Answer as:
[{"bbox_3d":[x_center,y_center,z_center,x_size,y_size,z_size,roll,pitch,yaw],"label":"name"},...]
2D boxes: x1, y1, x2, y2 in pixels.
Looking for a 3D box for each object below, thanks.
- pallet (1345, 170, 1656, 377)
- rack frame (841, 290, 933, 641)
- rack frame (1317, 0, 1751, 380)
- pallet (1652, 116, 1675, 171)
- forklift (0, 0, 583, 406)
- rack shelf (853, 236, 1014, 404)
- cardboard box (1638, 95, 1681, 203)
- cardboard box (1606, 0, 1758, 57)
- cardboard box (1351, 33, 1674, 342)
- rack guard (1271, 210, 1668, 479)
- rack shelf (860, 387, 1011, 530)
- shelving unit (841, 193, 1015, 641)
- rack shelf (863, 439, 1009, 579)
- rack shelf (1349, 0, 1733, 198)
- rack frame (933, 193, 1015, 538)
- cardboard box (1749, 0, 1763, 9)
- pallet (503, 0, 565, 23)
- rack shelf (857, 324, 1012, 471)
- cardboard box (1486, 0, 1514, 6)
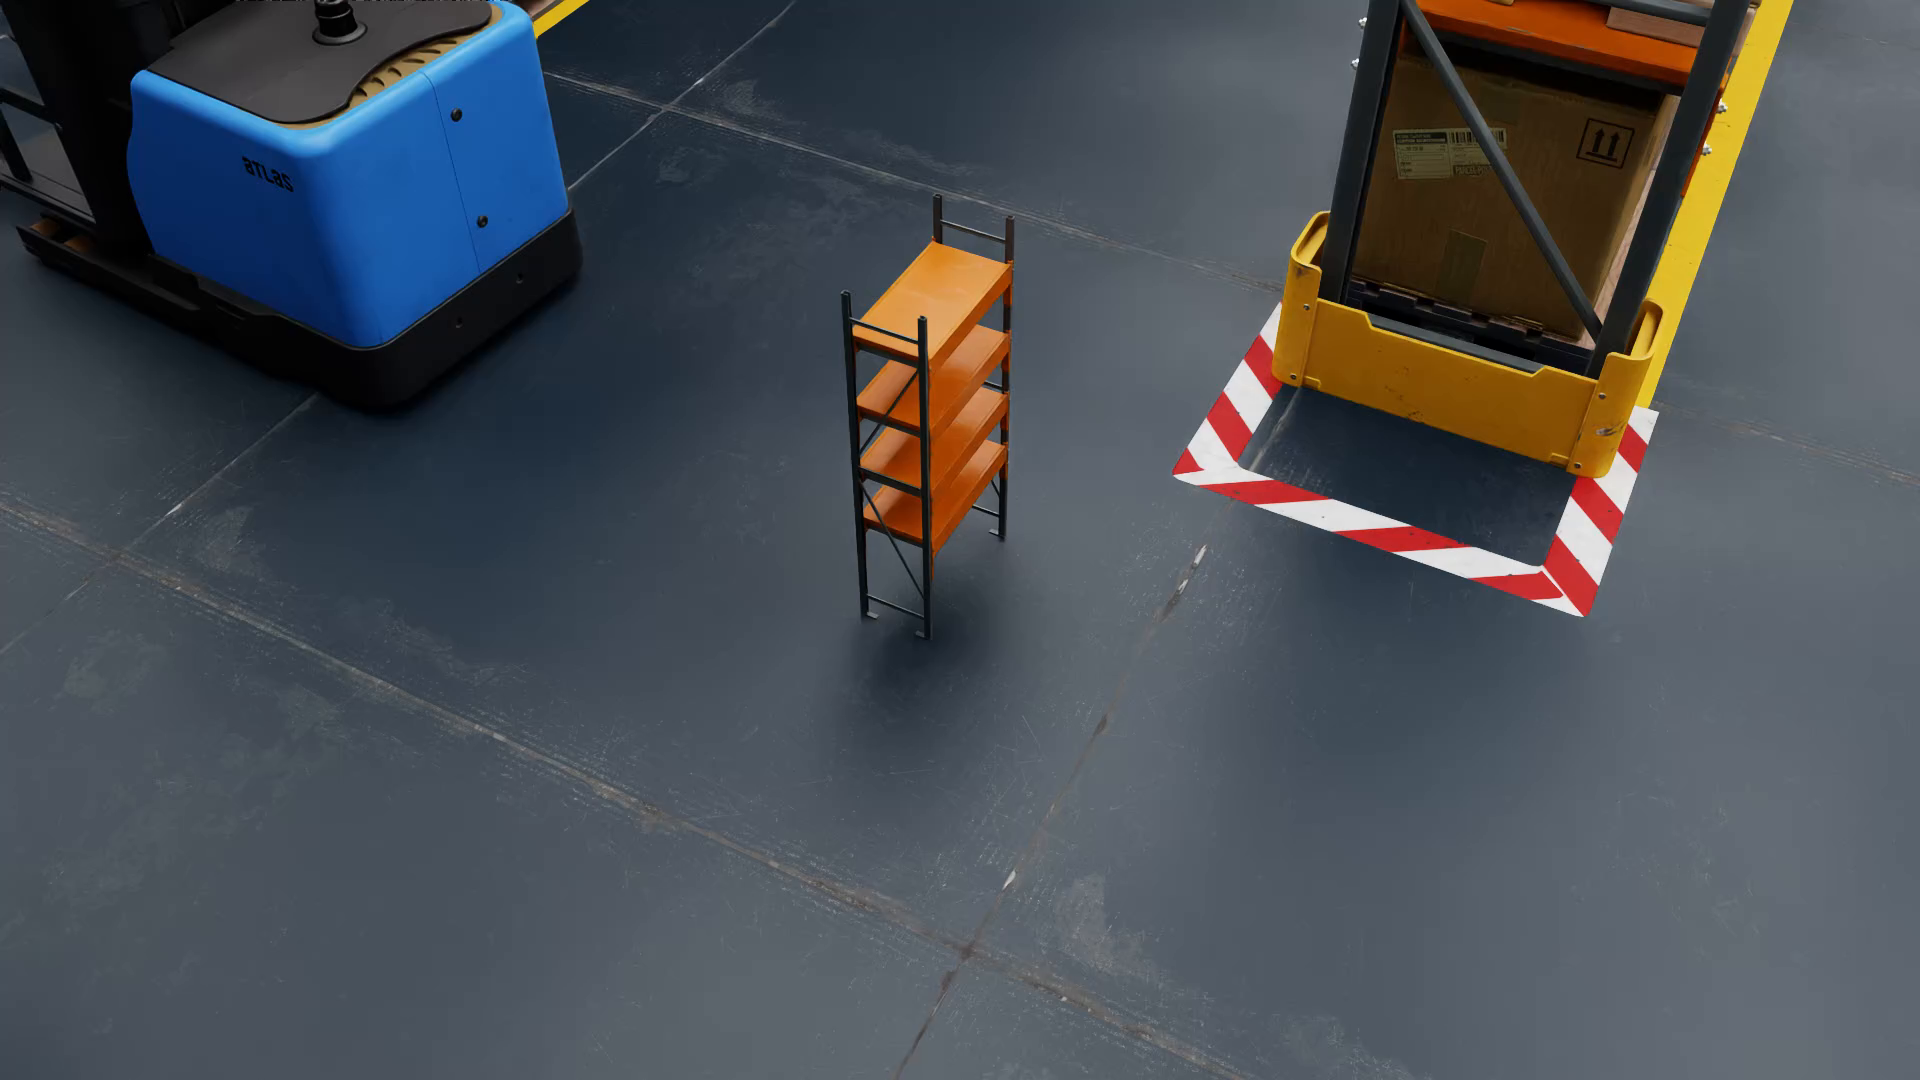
[{"bbox_3d":[1.979,-1.104,6.193,1.003,0.211,1.213,20,49,19],"label":"pallet"},{"bbox_3d":[-0.190,-0.164,4.568,0.240,1.200,0.015,20,49,19],"label":"rack frame"},{"bbox_3d":[1.677,-1.555,4.677,1.000,3.000,0.127,20,49,19],"label":"rack frame"},{"bbox_3d":[2.546,-1.870,6.949,1.003,0.211,1.213,20,49,19],"label":"pallet"},{"bbox_3d":[-2.917,-2.291,5.454,3.031,2.935,1.130,24,50,22],"label":"forklift"},{"bbox_3d":[-0.077,-0.594,4.441,0.258,0.148,0.480,20,49,19],"label":"rack shelf"},{"bbox_3d":[2.326,-1.958,6.275,0.875,0.875,0.875,20,49,19],"label":"cardboard box"},{"bbox_3d":[2.134,-1.581,4.880,0.380,0.149,0.250,21,49,19],"label":"cardboard box"},{"bbox_3d":[1.903,-1.385,5.708,0.875,0.875,0.875,20,49,19],"label":"cardboard box"},{"bbox_3d":[1.666,-0.661,5.552,1.175,0.500,0.348,20,49,19],"label":"rack guard"},{"bbox_3d":[-0.077,-0.270,4.768,0.258,0.148,0.480,20,49,19],"label":"rack shelf"},{"bbox_3d":[-0.077,-0.317,4.720,0.258,1.200,0.503,20,49,19],"label":"shelving unit"},{"bbox_3d":[-0.077,-0.131,4.909,0.258,0.148,0.480,20,49,19],"label":"rack shelf"},{"bbox_3d":[2.605,-2.562,6.179,1.077,0.370,4.000,20,49,19],"label":"rack shelf"},{"bbox_3d":[0.036,-0.471,4.872,0.240,1.200,0.015,20,49,19],"label":"rack frame"},{"bbox_3d":[2.139,-1.820,4.836,0.500,0.250,0.500,19,48,18],"label":"cardboard box"},{"bbox_3d":[-2.226,-2.824,7.892,1.003,0.211,1.213,20,49,19],"label":"pallet"},{"bbox_3d":[-0.077,-0.427,4.609,0.258,0.148,0.480,20,49,19],"label":"rack shelf"},{"bbox_3d":[1.551,-1.799,5.096,0.380,0.149,0.250,21,49,20],"label":"cardboard box"}]
